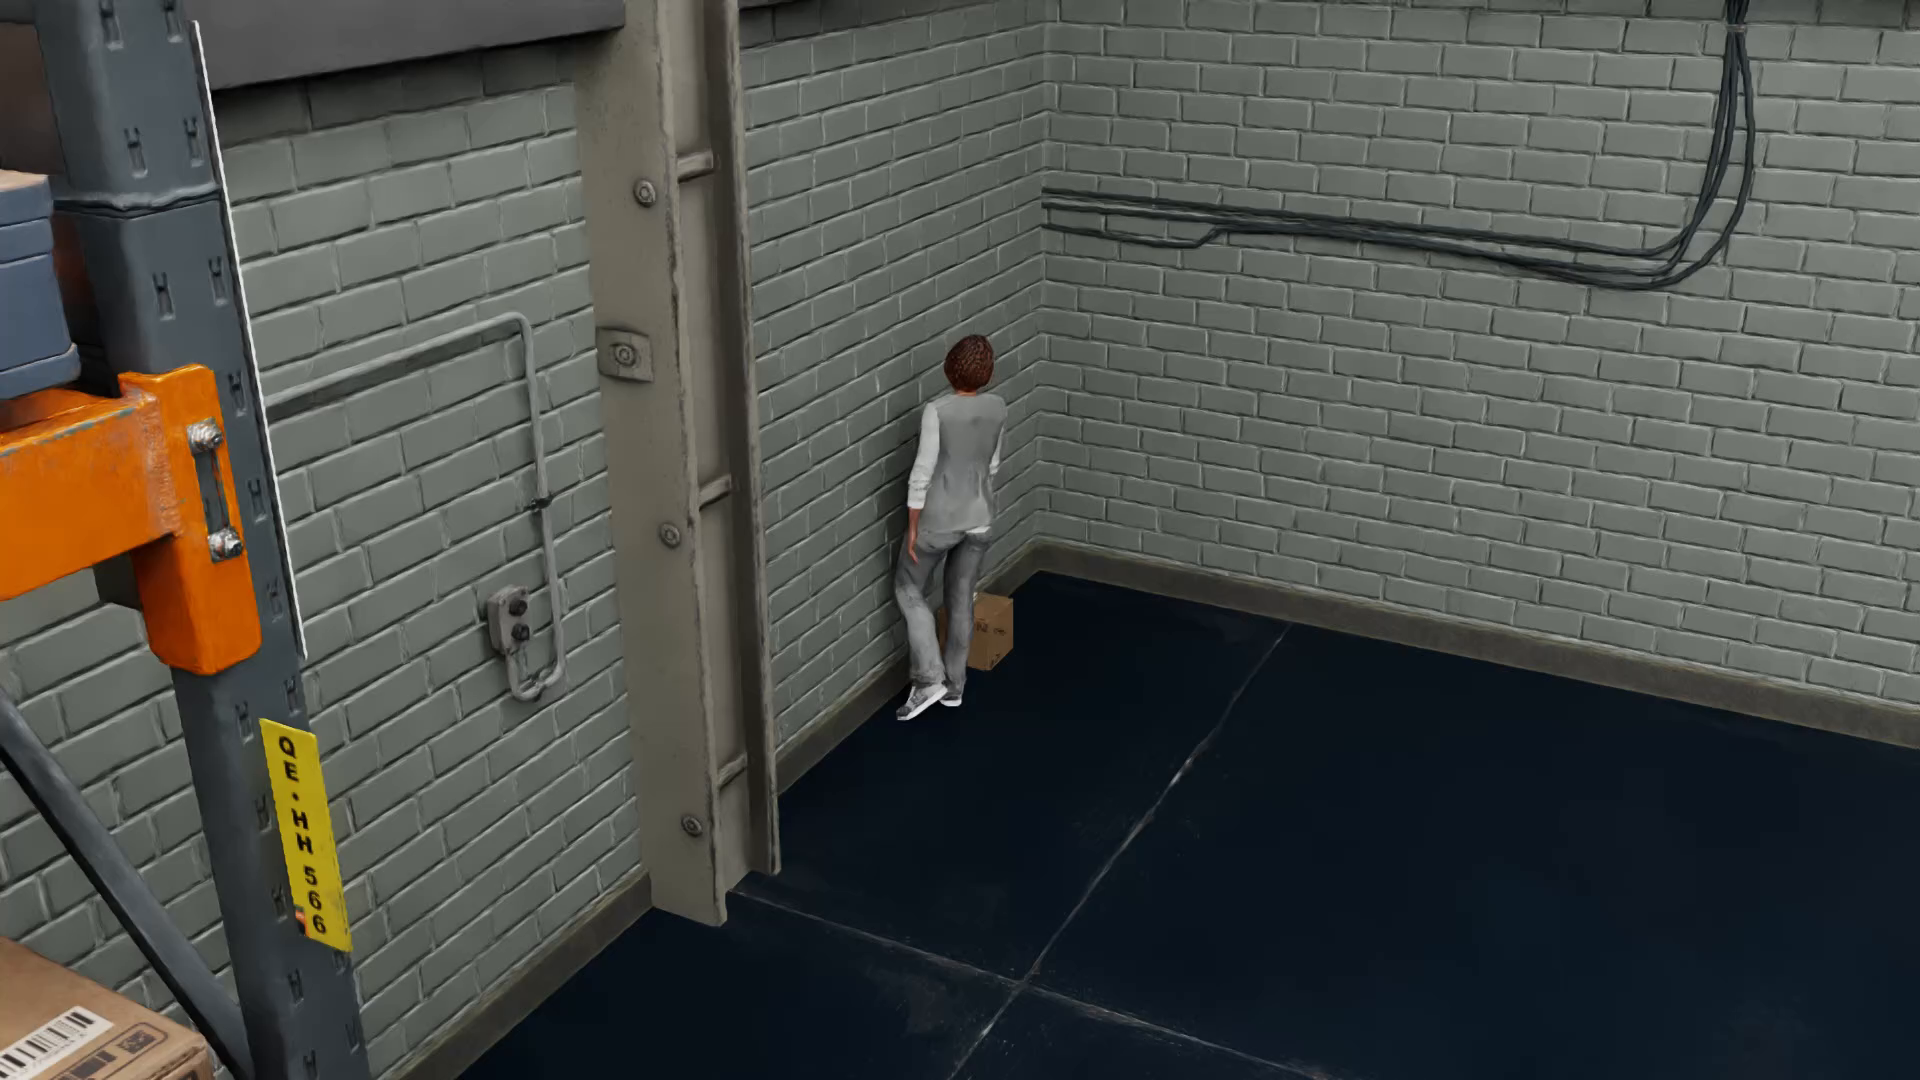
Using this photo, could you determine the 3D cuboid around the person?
[{"bbox_3d":[-0.061,-0.045,6.710,0.508,1.596,0.390,-12,26,-26],"label":"person"}]
